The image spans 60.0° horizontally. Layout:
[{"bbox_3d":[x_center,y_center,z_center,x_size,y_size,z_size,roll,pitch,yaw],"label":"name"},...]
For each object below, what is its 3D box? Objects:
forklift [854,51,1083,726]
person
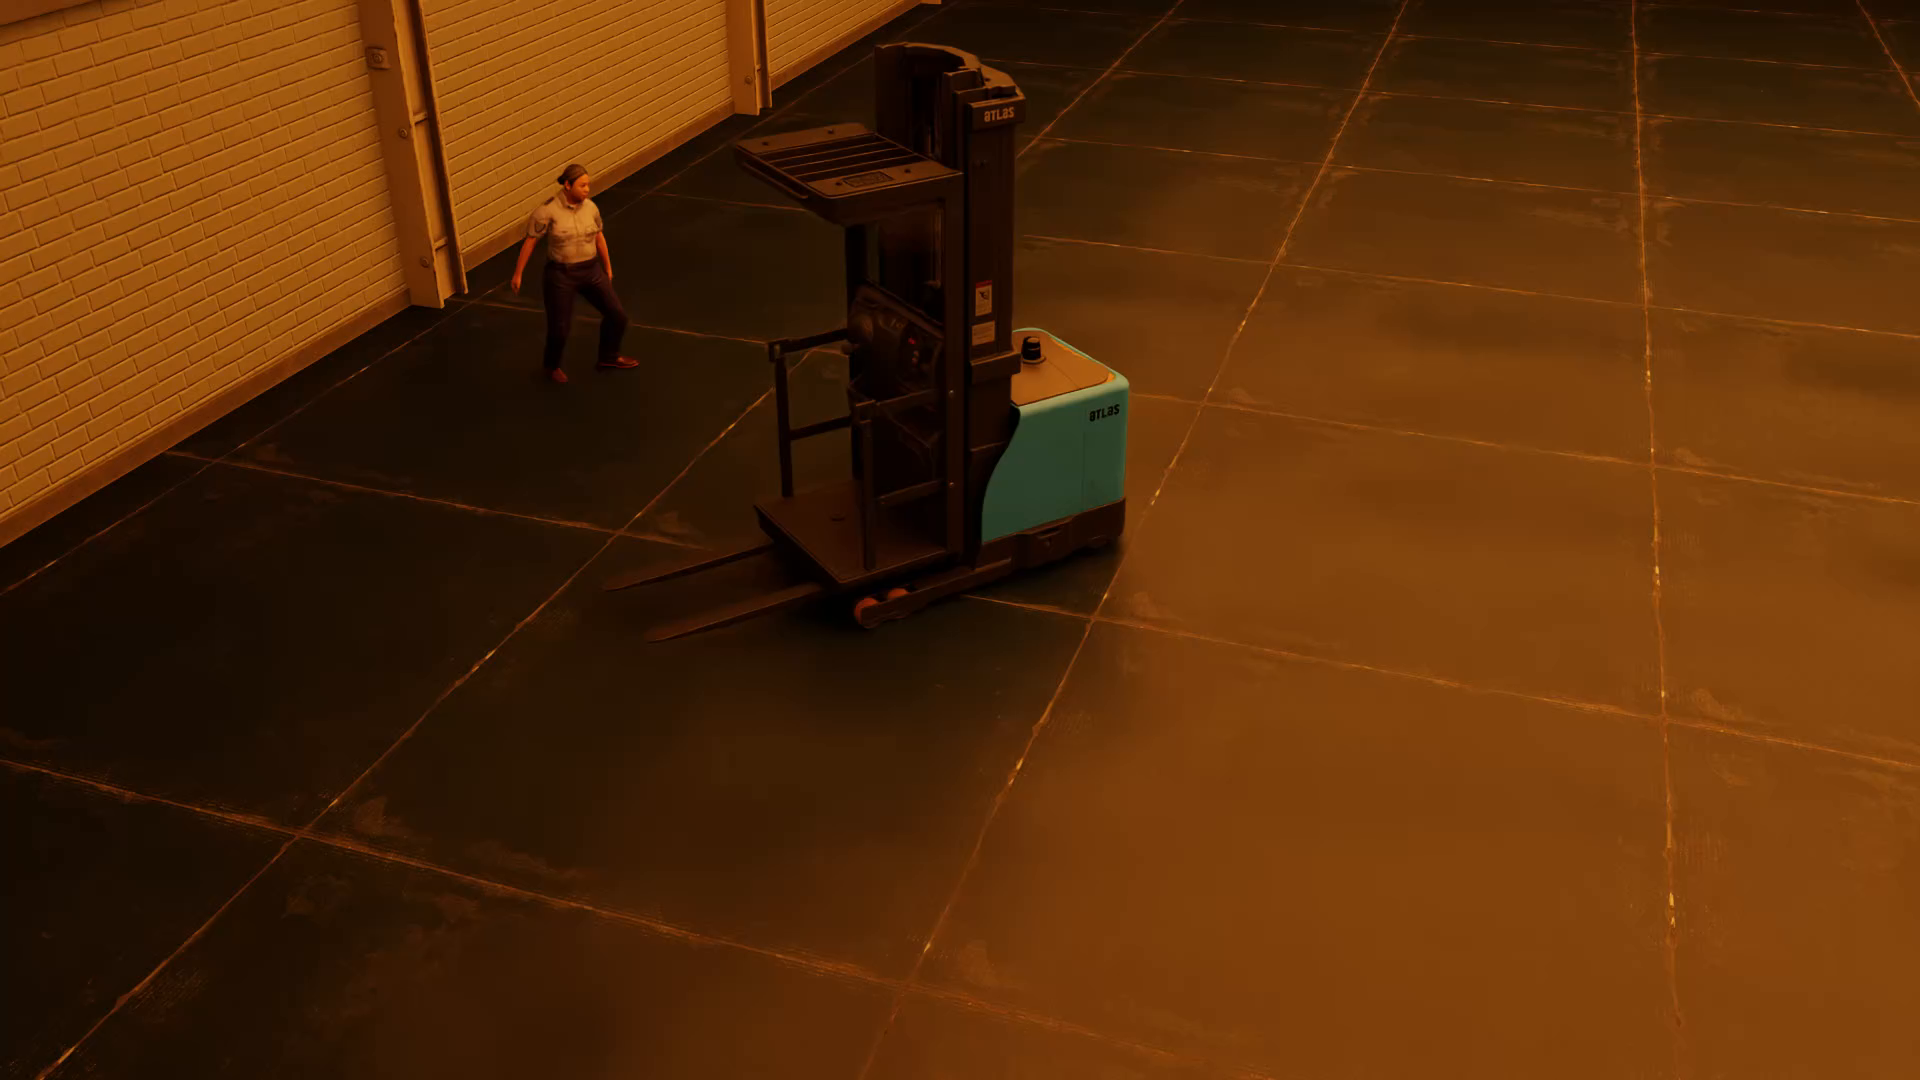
[{"bbox_3d":[0.026,-0.935,8.777,1.130,2.935,3.031,-1,30,-2],"label":"forklift"},{"bbox_3d":[-2.844,-1.947,11.859,0.398,1.641,0.649,25,38,36],"label":"person"}]
